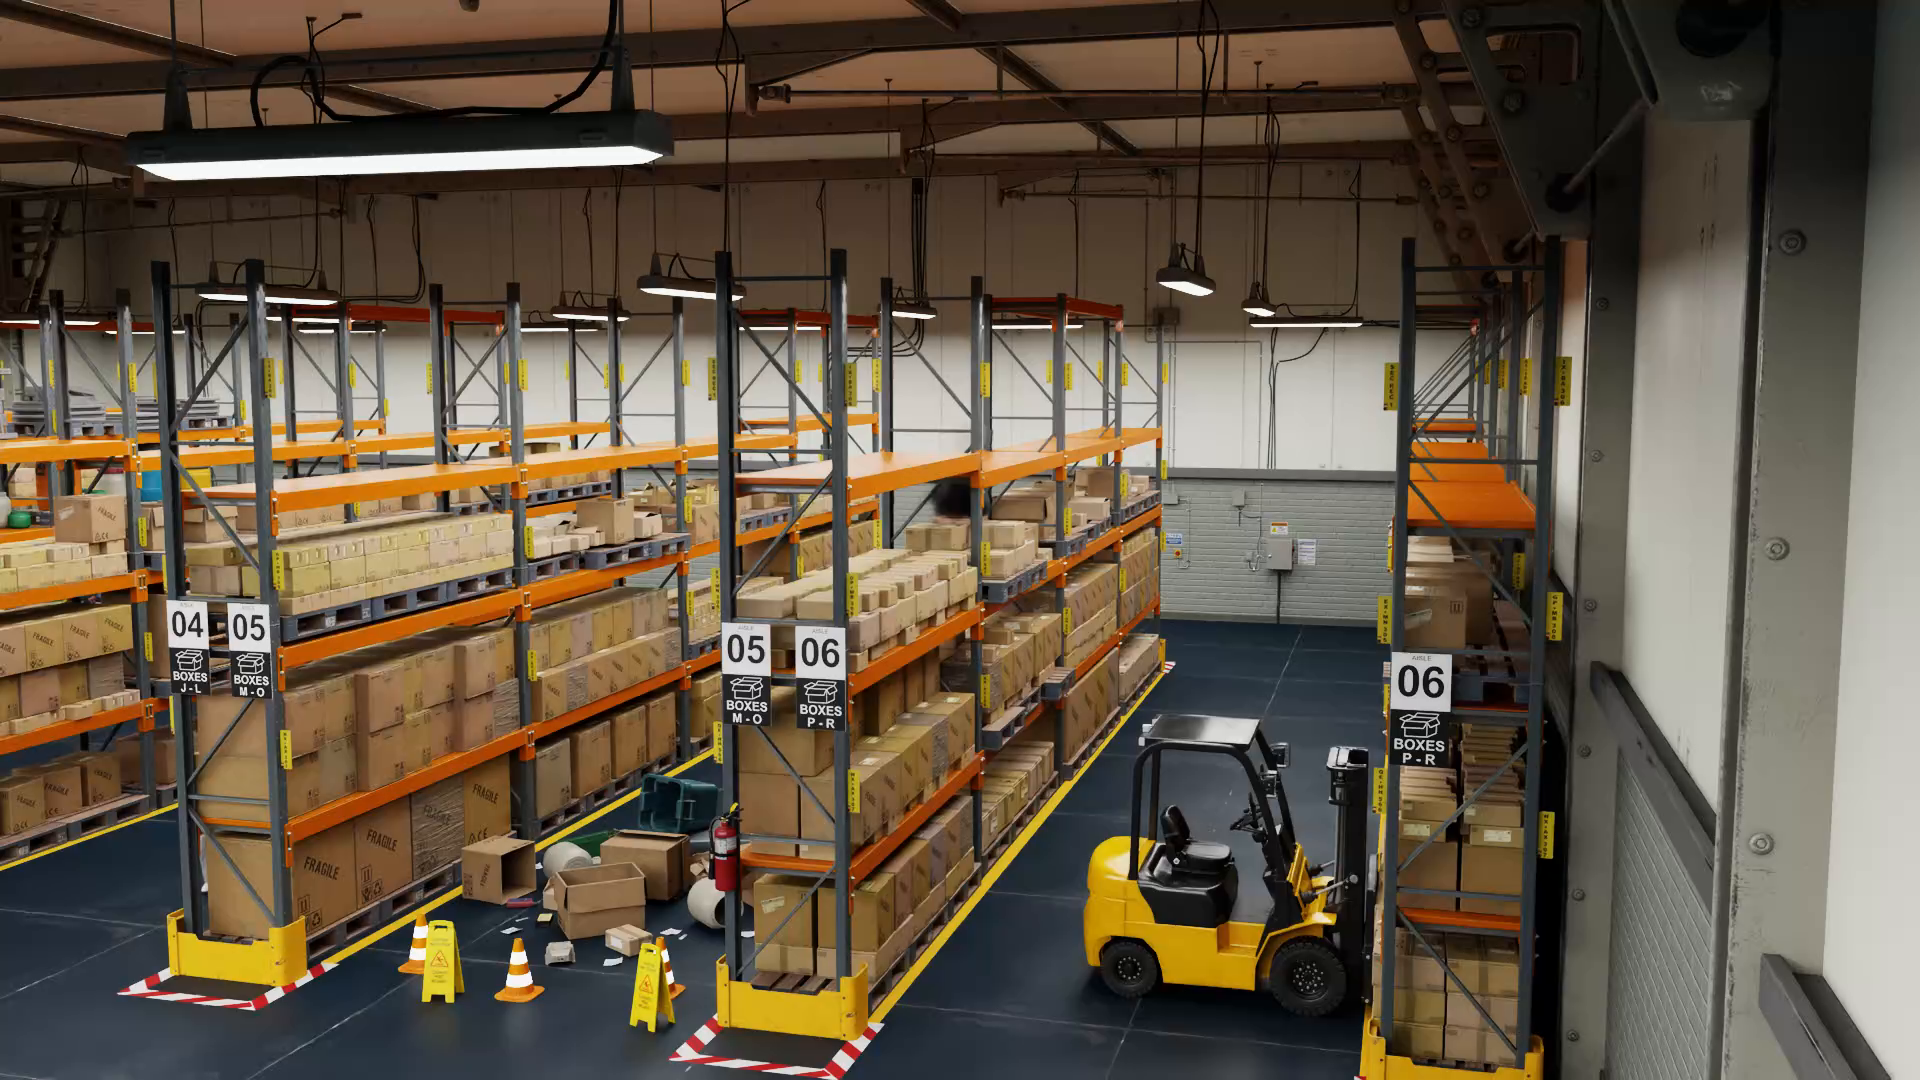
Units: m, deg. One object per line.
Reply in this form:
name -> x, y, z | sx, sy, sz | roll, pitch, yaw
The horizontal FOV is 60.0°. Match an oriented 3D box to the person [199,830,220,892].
person -> -7.386, 2.607, 16.461 | 0.565, 1.598, 0.646 | 0, 6, 2
